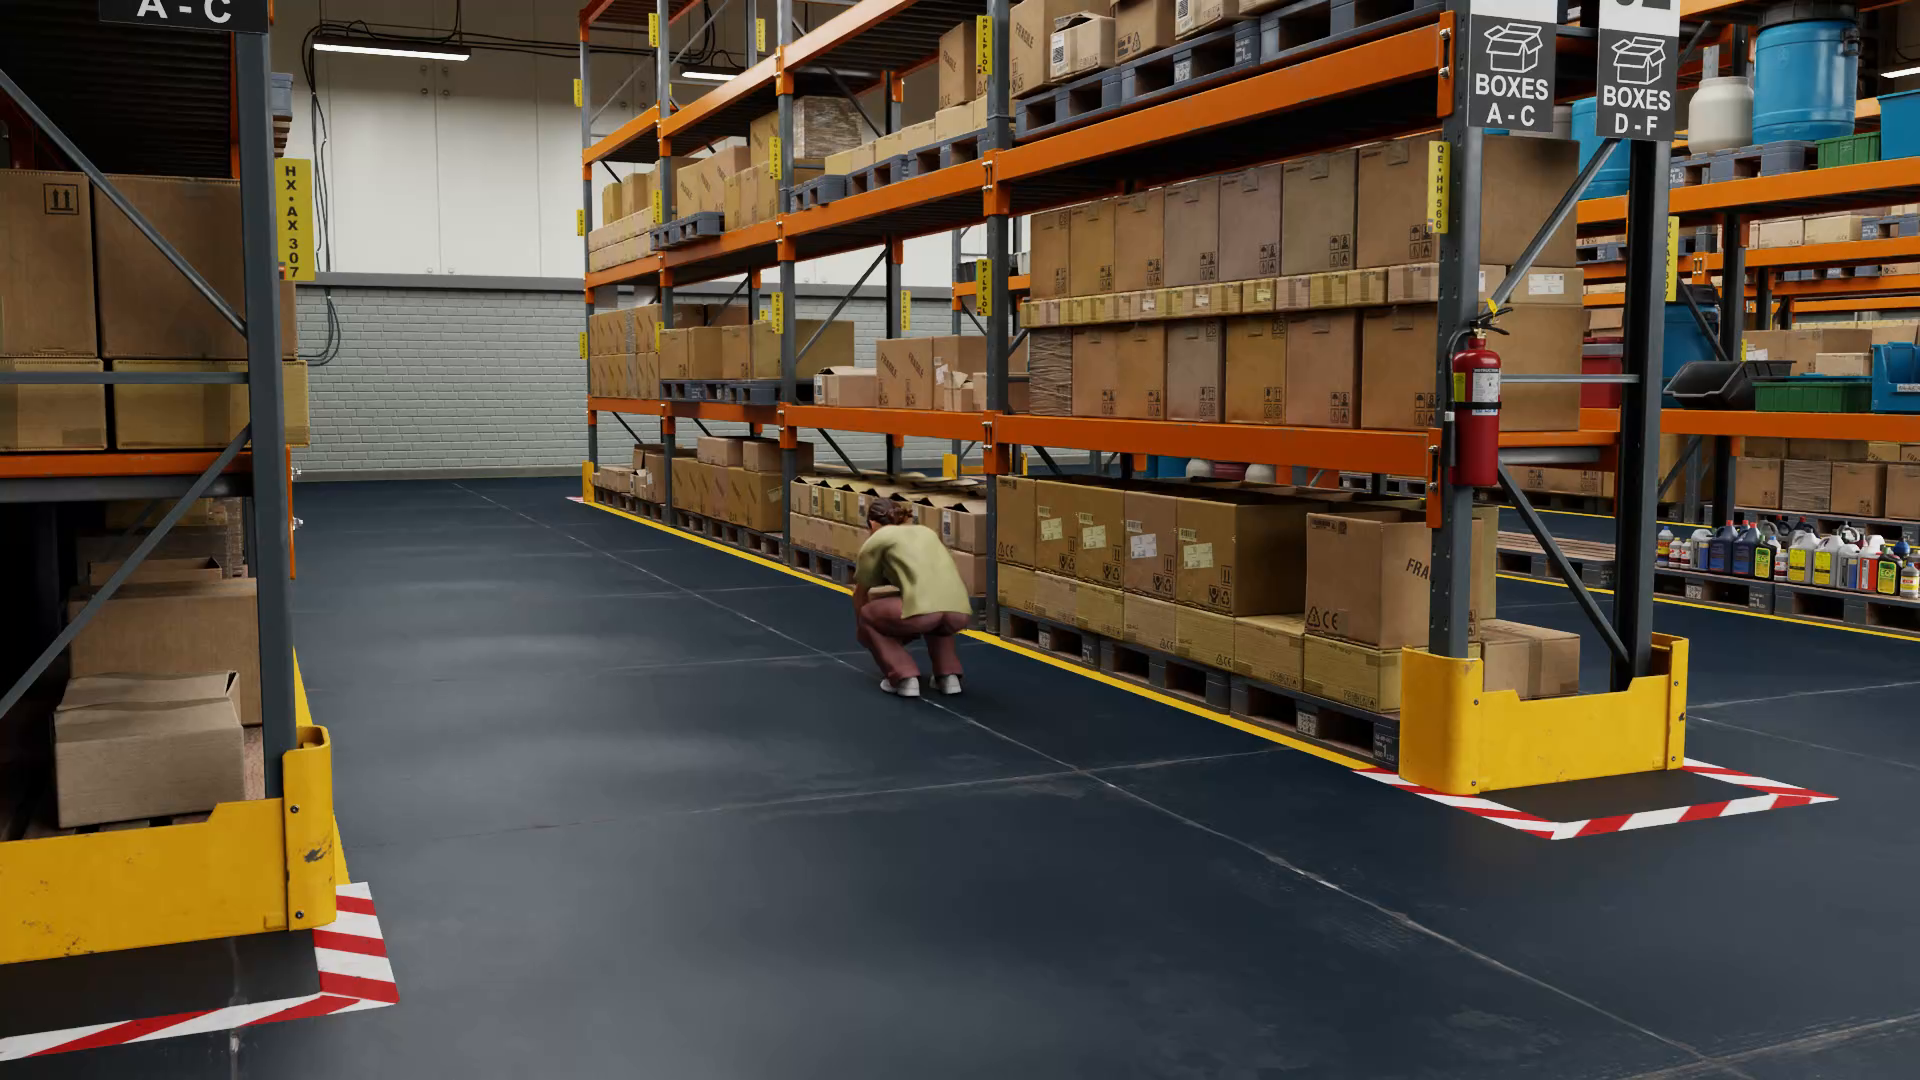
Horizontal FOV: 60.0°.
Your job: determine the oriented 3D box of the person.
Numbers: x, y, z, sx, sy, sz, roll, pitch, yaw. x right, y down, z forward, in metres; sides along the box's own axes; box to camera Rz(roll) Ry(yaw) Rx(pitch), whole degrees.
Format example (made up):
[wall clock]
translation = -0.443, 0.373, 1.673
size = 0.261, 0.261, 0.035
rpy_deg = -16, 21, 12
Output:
[person]
translation = -0.248, 0.266, 8.132
size = 0.488, 0.929, 0.804
rpy_deg = -2, 6, -23
